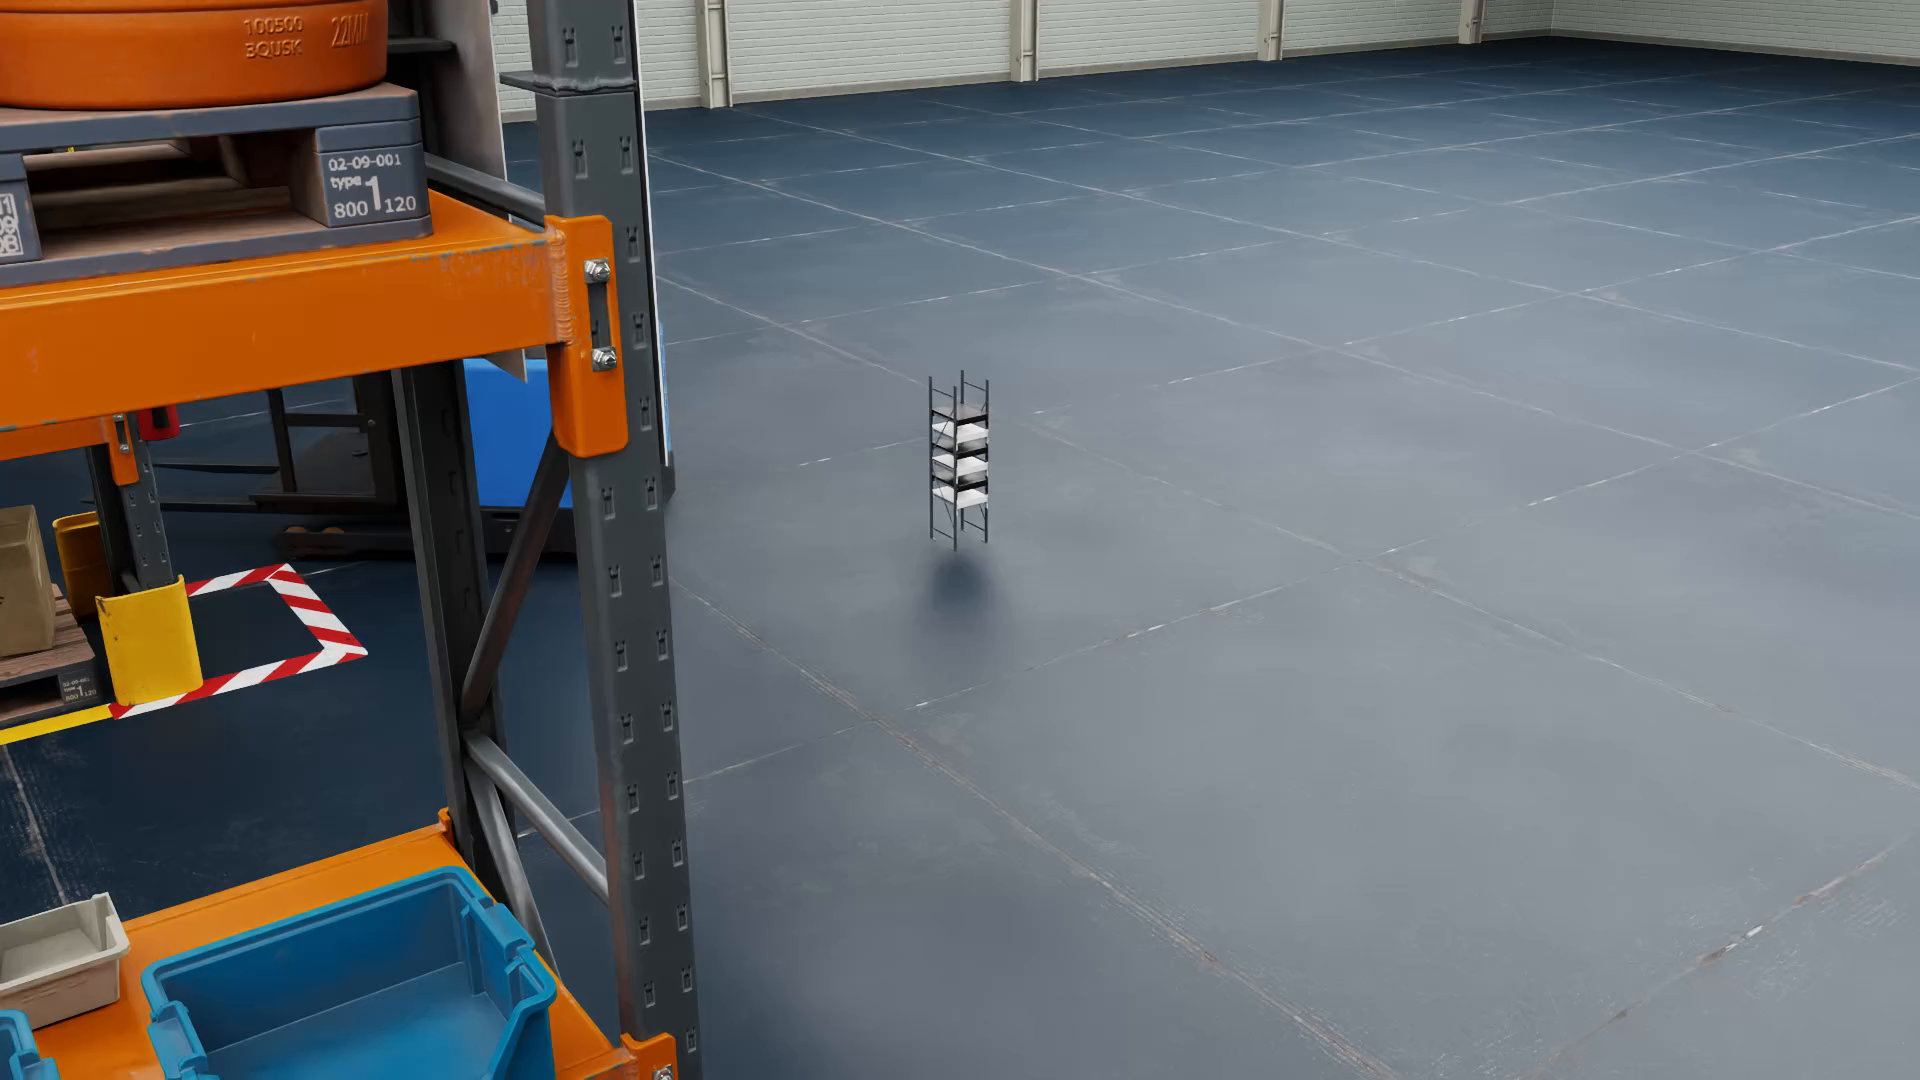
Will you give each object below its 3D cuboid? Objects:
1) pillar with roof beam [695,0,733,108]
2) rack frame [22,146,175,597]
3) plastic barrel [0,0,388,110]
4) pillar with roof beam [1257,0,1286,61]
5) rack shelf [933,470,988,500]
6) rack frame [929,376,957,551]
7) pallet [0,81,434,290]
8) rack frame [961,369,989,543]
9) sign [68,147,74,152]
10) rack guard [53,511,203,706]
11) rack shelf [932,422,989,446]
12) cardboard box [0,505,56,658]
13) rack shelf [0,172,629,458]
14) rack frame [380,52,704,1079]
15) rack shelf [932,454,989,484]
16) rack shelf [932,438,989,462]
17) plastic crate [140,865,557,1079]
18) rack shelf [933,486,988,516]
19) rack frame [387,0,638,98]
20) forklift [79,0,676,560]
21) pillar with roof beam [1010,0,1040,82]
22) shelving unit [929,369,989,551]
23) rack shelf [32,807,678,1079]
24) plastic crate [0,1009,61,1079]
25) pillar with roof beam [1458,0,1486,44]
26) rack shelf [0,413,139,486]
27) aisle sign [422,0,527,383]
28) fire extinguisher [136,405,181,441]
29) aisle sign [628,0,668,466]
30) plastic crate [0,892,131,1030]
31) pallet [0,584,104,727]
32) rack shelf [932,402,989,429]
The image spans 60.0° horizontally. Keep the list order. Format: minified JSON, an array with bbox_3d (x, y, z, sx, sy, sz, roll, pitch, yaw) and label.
[{"bbox_3d":[-1.242,-9.584,20.772,0.400,9.000,9.100,-15,26,-33],"label":"pillar with roof beam"},{"bbox_3d":[-3.716,-0.901,7.107,0.127,3.000,1.000,-15,26,-33],"label":"rack frame"},{"bbox_3d":[-1.143,-1.055,2.300,0.708,0.830,0.600,-15,26,-33],"label":"plastic barrel"},{"bbox_3d":[8.499,-12.181,27.282,0.400,9.000,9.100,-15,26,-33],"label":"pillar with roof beam"},{"bbox_3d":[-0.007,-0.302,8.771,0.200,0.077,0.258,-15,26,-33],"label":"rack shelf"},{"bbox_3d":[-0.089,-0.394,8.670,0.006,0.900,0.240,-15,26,-33],"label":"rack frame"},{"bbox_3d":[-1.552,-0.567,2.477,1.213,0.211,1.003,-15,26,-33],"label":"pallet"},{"bbox_3d":[0.076,-0.438,8.780,0.006,0.900,0.240,-15,26,-33],"label":"rack frame"},{"bbox_3d":[-3.408,-1.414,6.405,0.005,0.325,0.100,-15,26,-33],"label":"sign"},{"bbox_3d":[-3.777,0.276,7.529,0.348,0.500,1.175,-15,26,-33],"label":"rack guard"},{"bbox_3d":[-0.007,-0.552,8.671,0.200,0.077,0.258,-15,26,-33],"label":"rack shelf"},{"bbox_3d":[-4.232,0.195,7.167,0.500,0.500,0.500,-10,24,-23],"label":"cardboard box"},{"bbox_3d":[-2.447,-0.037,1.866,4.000,0.370,1.077,-15,26,-33],"label":"rack shelf"},{"bbox_3d":[-0.823,0.589,3.373,0.127,3.000,1.000,-15,26,-33],"label":"rack frame"},{"bbox_3d":[-0.007,-0.385,8.738,0.200,0.077,0.258,-15,26,-33],"label":"rack shelf"},{"bbox_3d":[-0.007,-0.469,8.704,0.200,0.077,0.258,-15,26,-33],"label":"rack shelf"},{"bbox_3d":[-1.055,0.856,2.904,0.616,0.251,0.499,-15,26,-33],"label":"plastic crate"},{"bbox_3d":[-0.007,-0.218,8.804,0.200,0.077,0.258,-15,26,-33],"label":"rack shelf"},{"bbox_3d":[-0.823,-2.197,2.261,0.127,3.000,1.000,-15,26,-33],"label":"rack frame"},{"bbox_3d":[-3.146,-1.452,8.581,3.031,2.935,1.130,1,22,3],"label":"forklift"},{"bbox_3d":[3.629,-10.883,24.027,0.400,9.000,9.100,-15,26,-33],"label":"pillar with roof beam"},{"bbox_3d":[-0.007,-0.416,8.725,0.210,0.900,0.258,-15,26,-33],"label":"shelving unit"},{"bbox_3d":[-2.447,1.356,2.422,4.000,0.370,1.077,-15,26,-33],"label":"rack shelf"},{"bbox_3d":[-1.585,0.995,2.556,0.408,0.251,0.499,-15,26,-33],"label":"plastic crate"},{"bbox_3d":[13.370,-13.480,30.536,0.400,9.000,9.100,-15,26,-33],"label":"pillar with roof beam"},{"bbox_3d":[-5.339,-0.134,6.156,4.000,0.370,1.077,-15,26,-33],"label":"rack shelf"},{"bbox_3d":[-0.936,-0.722,3.151,0.004,0.787,0.394,-15,26,-33],"label":"aisle sign"},{"bbox_3d":[-3.354,-0.751,6.836,0.183,0.674,0.296,-15,26,-33],"label":"fire extinguisher"},{"bbox_3d":[-0.591,-0.545,2.706,0.004,0.787,0.394,-15,26,-33],"label":"aisle sign"},{"bbox_3d":[-1.737,0.808,3.179,0.250,0.136,0.298,-15,26,-33],"label":"plastic crate"},{"bbox_3d":[-4.458,0.576,7.169,1.213,0.211,1.003,-15,26,-33],"label":"pallet"},{"bbox_3d":[-0.007,-0.636,8.637,0.200,0.077,0.258,-15,26,-33],"label":"rack shelf"}]
